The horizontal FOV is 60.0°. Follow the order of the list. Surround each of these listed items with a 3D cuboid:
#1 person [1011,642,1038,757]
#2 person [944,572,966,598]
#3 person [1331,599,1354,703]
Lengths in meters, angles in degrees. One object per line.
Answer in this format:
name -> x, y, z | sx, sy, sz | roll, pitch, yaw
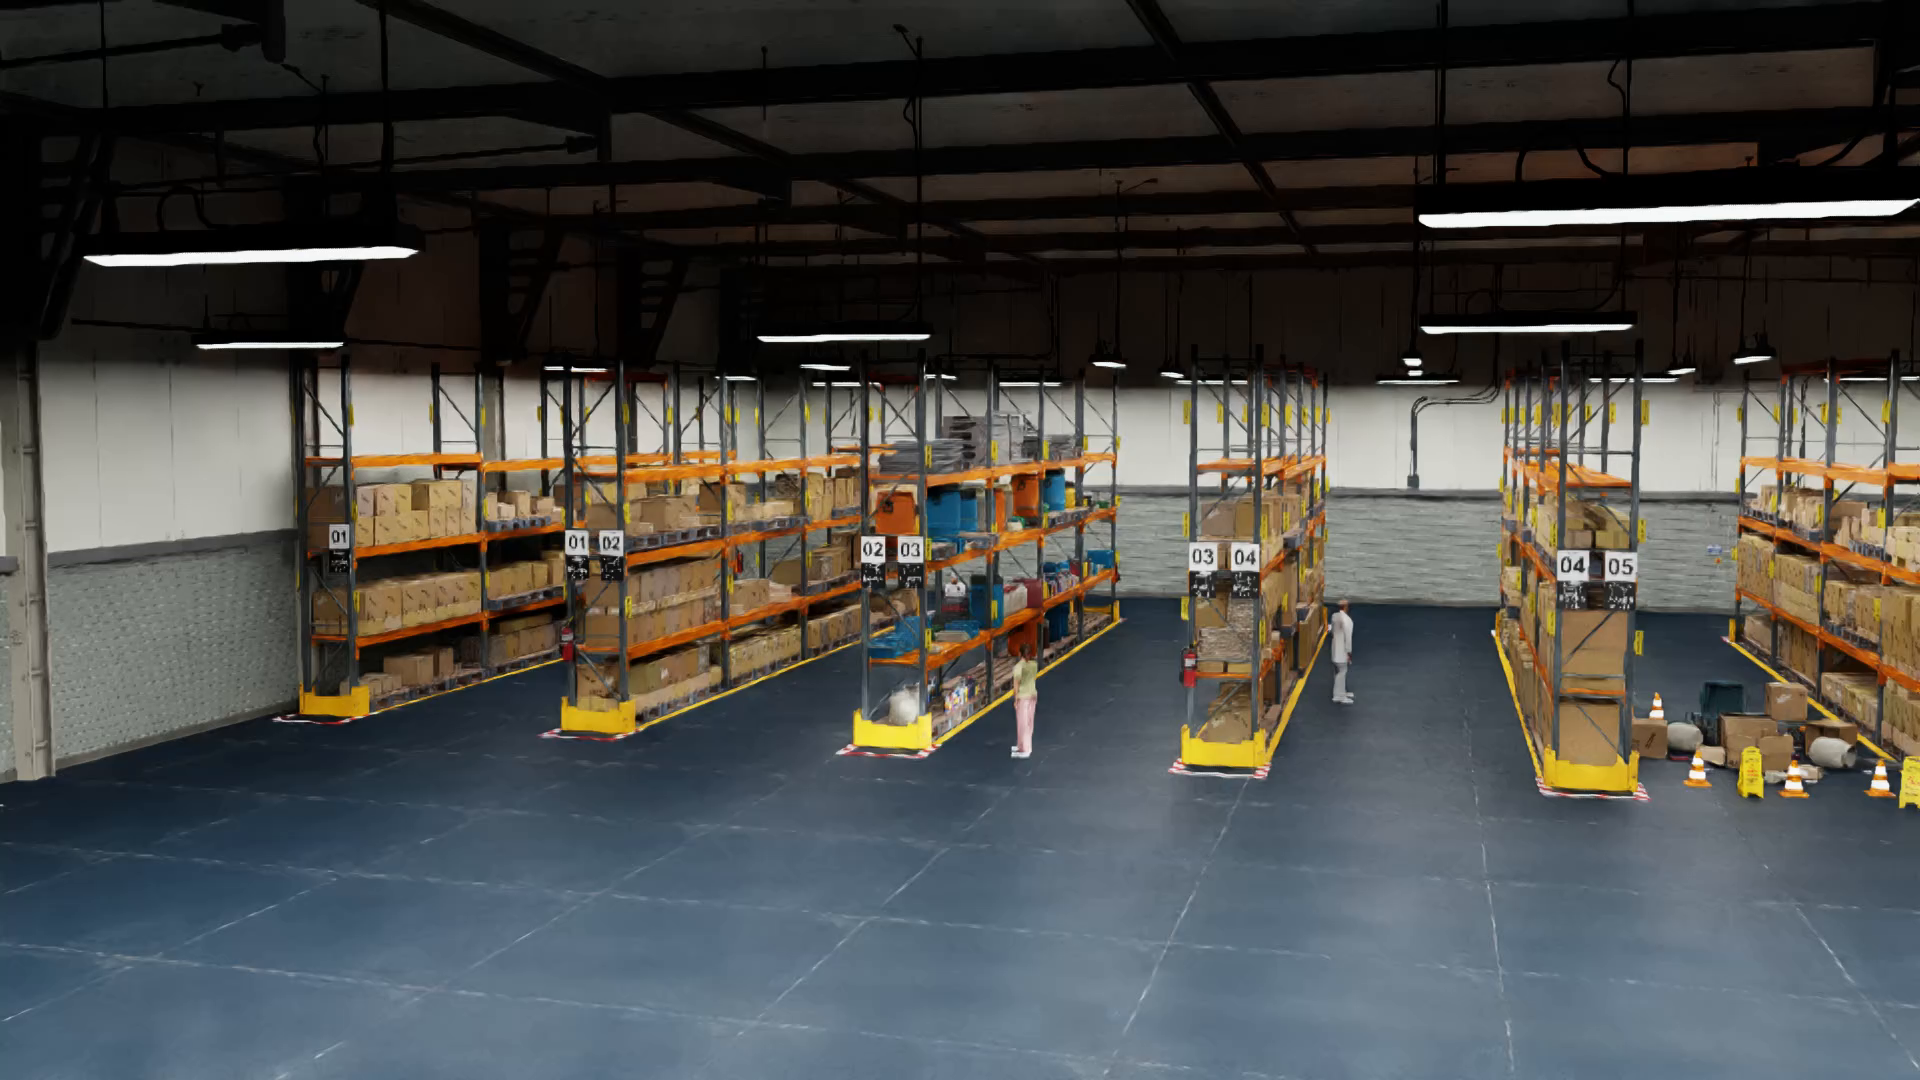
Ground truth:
person -> 0.910, 2.324, 24.396 | 0.492, 1.674, 0.482 | -4, 6, -44
person -> -0.104, 1.469, 36.406 | 0.497, 1.583, 1.090 | 1, 4, 18
person -> 6.724, 1.915, 29.060 | 0.522, 1.790, 0.654 | -1, 4, -11
